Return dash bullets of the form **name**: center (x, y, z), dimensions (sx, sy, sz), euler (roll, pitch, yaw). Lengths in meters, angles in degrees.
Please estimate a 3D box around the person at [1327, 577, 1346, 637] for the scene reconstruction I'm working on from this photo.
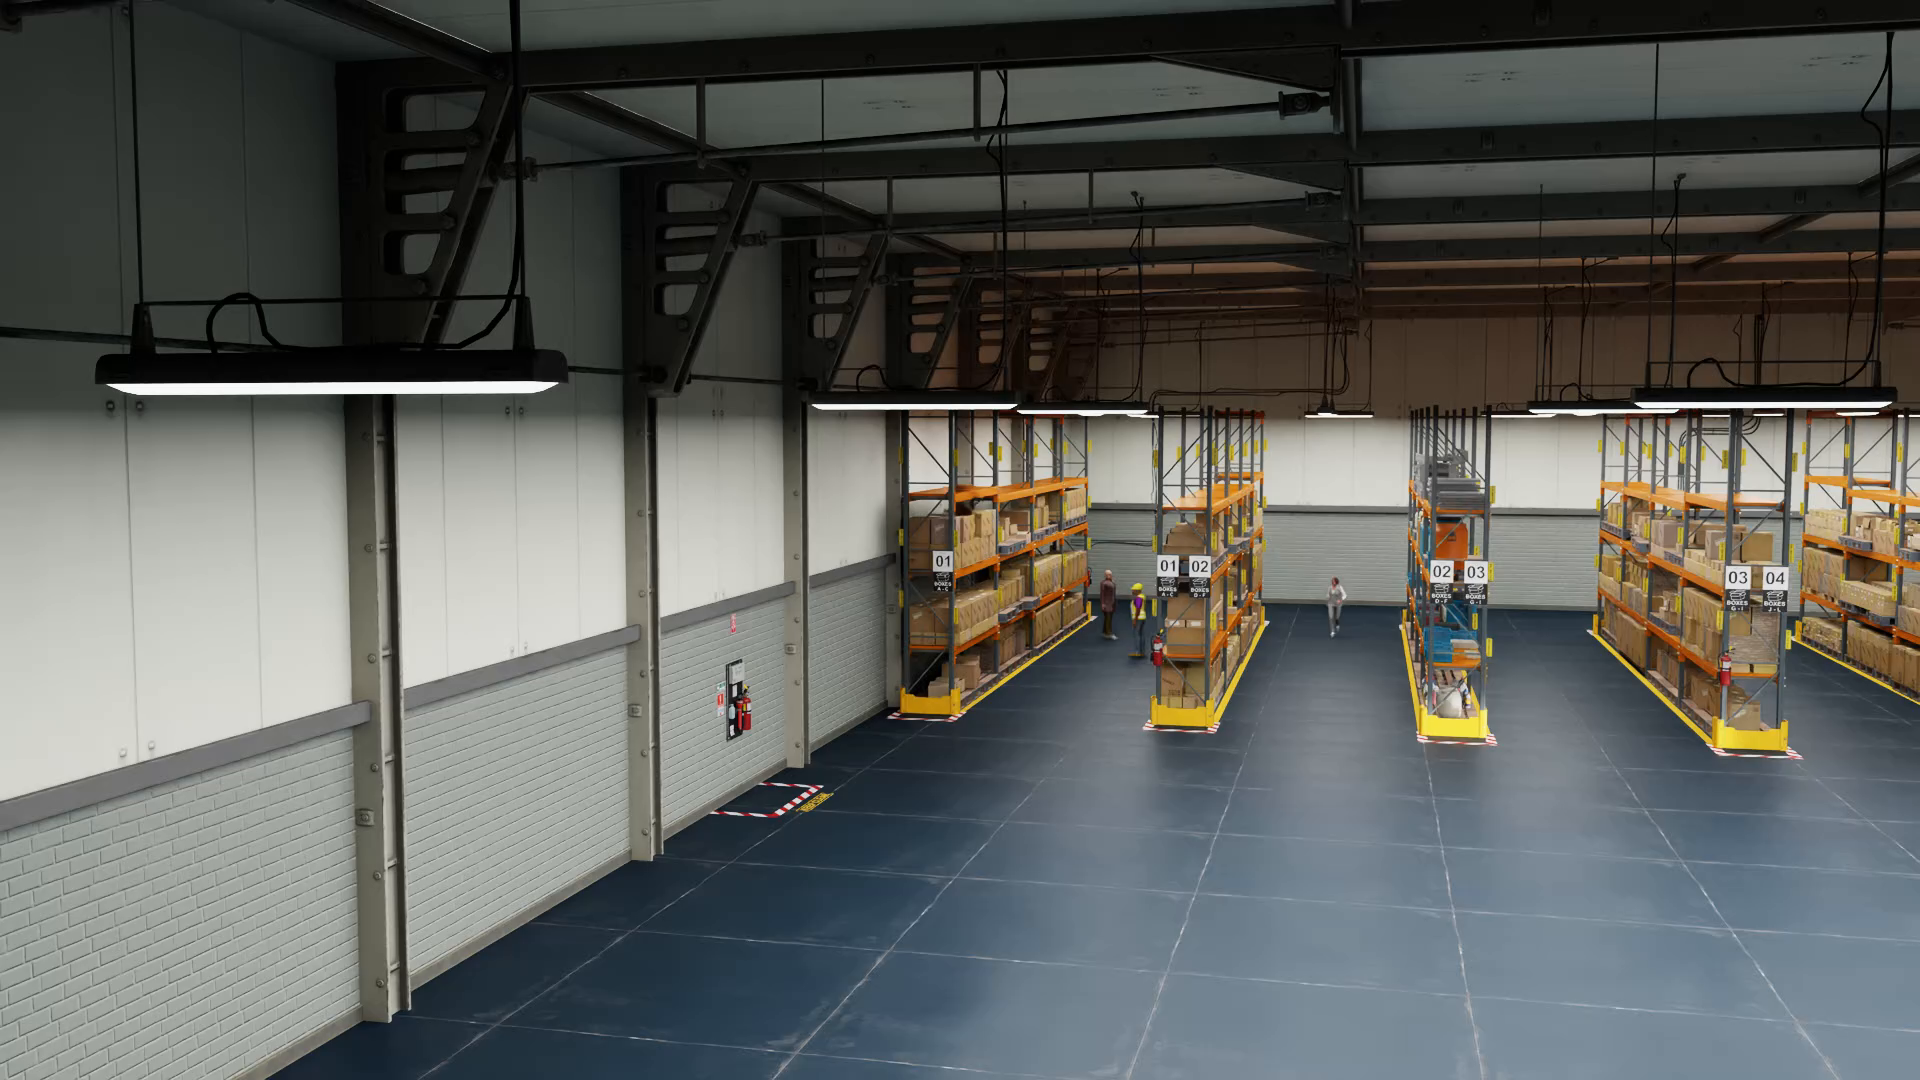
- **person**: center (10.041, 1.773, 44.370), dimensions (0.531, 1.590, 0.648), euler (1, 4, 18)

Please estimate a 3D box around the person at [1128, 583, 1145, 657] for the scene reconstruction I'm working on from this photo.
- **person**: center (4.287, 1.935, 40.329), dimensions (0.392, 1.767, 0.650), euler (1, 4, 16)

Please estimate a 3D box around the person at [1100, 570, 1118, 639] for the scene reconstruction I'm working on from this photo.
- **person**: center (3.992, 1.695, 43.848), dimensions (0.620, 1.797, 0.630), euler (3, 5, 37)
